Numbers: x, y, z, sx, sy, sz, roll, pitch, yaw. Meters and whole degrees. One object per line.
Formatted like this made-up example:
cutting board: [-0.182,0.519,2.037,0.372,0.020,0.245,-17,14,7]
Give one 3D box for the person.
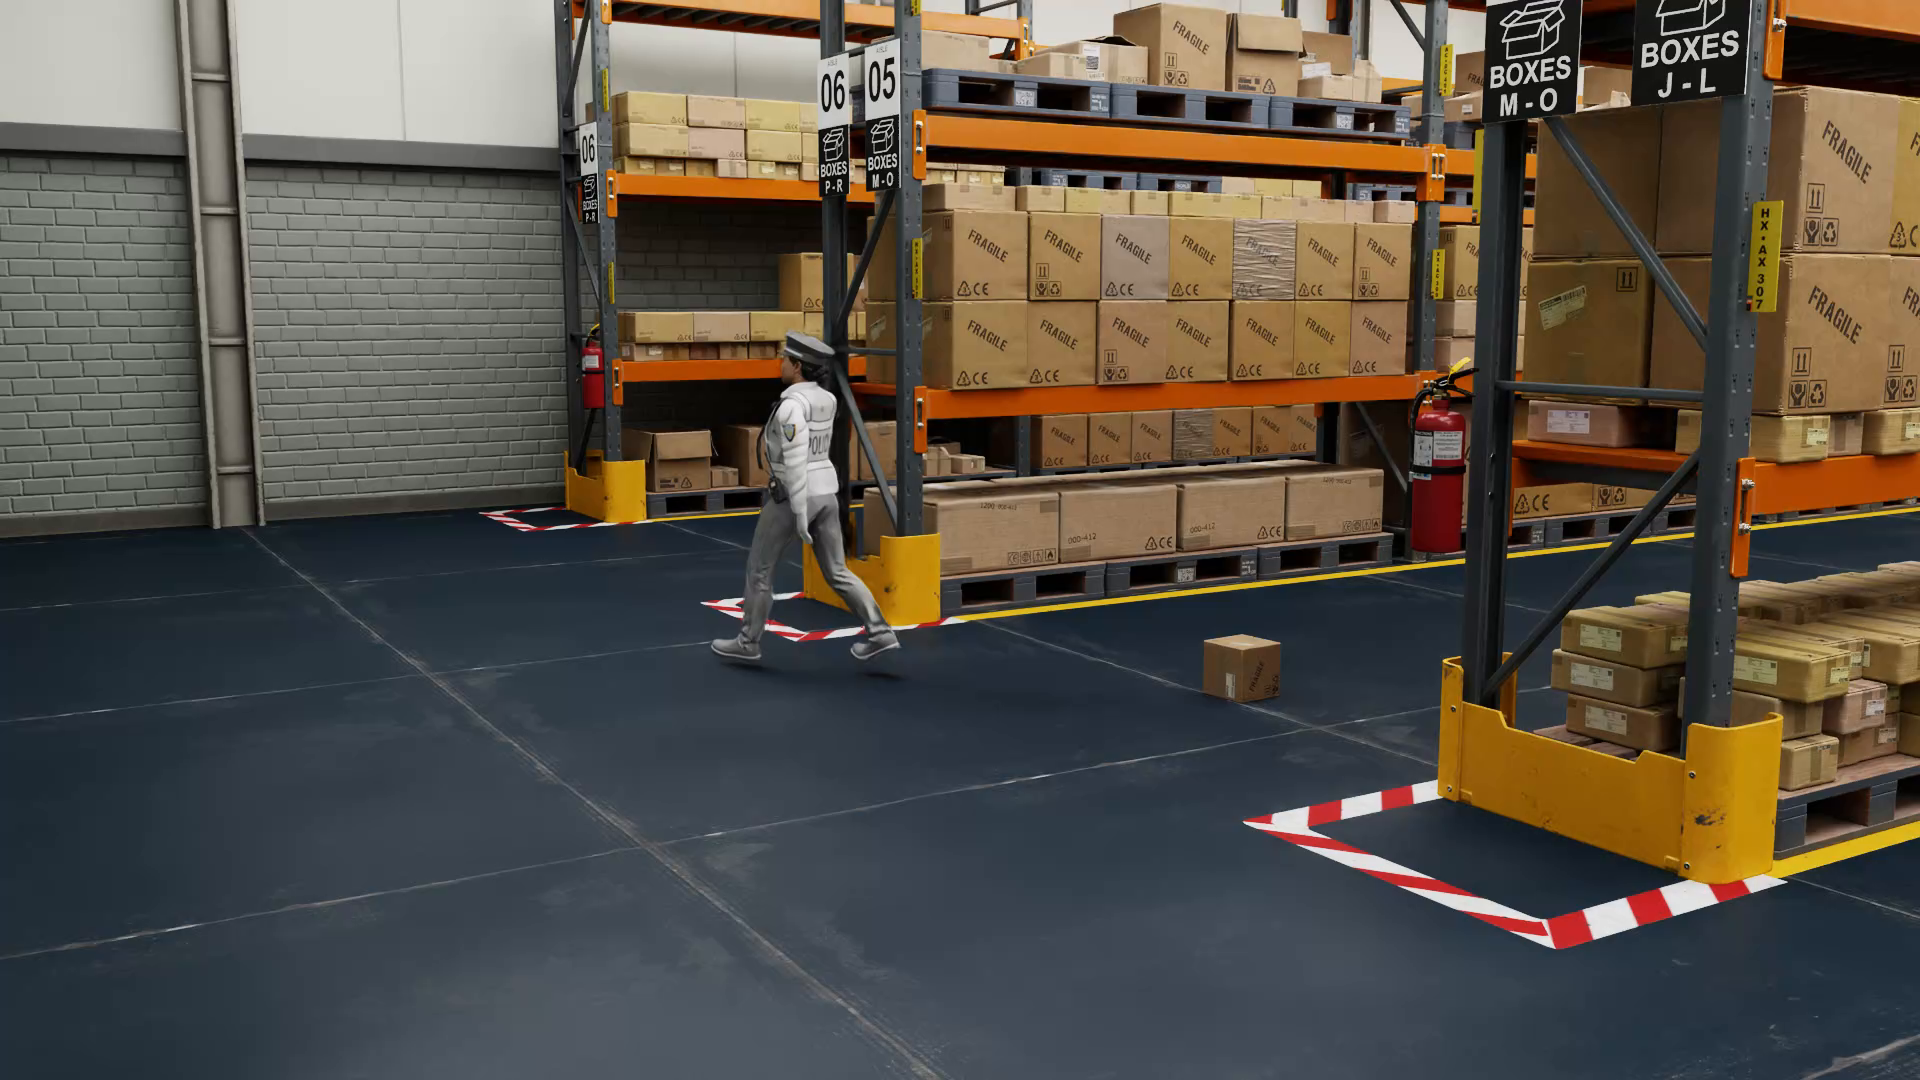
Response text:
person: [-0.765,-0.207,8.099,1.017,1.631,0.484,5,10,30]
